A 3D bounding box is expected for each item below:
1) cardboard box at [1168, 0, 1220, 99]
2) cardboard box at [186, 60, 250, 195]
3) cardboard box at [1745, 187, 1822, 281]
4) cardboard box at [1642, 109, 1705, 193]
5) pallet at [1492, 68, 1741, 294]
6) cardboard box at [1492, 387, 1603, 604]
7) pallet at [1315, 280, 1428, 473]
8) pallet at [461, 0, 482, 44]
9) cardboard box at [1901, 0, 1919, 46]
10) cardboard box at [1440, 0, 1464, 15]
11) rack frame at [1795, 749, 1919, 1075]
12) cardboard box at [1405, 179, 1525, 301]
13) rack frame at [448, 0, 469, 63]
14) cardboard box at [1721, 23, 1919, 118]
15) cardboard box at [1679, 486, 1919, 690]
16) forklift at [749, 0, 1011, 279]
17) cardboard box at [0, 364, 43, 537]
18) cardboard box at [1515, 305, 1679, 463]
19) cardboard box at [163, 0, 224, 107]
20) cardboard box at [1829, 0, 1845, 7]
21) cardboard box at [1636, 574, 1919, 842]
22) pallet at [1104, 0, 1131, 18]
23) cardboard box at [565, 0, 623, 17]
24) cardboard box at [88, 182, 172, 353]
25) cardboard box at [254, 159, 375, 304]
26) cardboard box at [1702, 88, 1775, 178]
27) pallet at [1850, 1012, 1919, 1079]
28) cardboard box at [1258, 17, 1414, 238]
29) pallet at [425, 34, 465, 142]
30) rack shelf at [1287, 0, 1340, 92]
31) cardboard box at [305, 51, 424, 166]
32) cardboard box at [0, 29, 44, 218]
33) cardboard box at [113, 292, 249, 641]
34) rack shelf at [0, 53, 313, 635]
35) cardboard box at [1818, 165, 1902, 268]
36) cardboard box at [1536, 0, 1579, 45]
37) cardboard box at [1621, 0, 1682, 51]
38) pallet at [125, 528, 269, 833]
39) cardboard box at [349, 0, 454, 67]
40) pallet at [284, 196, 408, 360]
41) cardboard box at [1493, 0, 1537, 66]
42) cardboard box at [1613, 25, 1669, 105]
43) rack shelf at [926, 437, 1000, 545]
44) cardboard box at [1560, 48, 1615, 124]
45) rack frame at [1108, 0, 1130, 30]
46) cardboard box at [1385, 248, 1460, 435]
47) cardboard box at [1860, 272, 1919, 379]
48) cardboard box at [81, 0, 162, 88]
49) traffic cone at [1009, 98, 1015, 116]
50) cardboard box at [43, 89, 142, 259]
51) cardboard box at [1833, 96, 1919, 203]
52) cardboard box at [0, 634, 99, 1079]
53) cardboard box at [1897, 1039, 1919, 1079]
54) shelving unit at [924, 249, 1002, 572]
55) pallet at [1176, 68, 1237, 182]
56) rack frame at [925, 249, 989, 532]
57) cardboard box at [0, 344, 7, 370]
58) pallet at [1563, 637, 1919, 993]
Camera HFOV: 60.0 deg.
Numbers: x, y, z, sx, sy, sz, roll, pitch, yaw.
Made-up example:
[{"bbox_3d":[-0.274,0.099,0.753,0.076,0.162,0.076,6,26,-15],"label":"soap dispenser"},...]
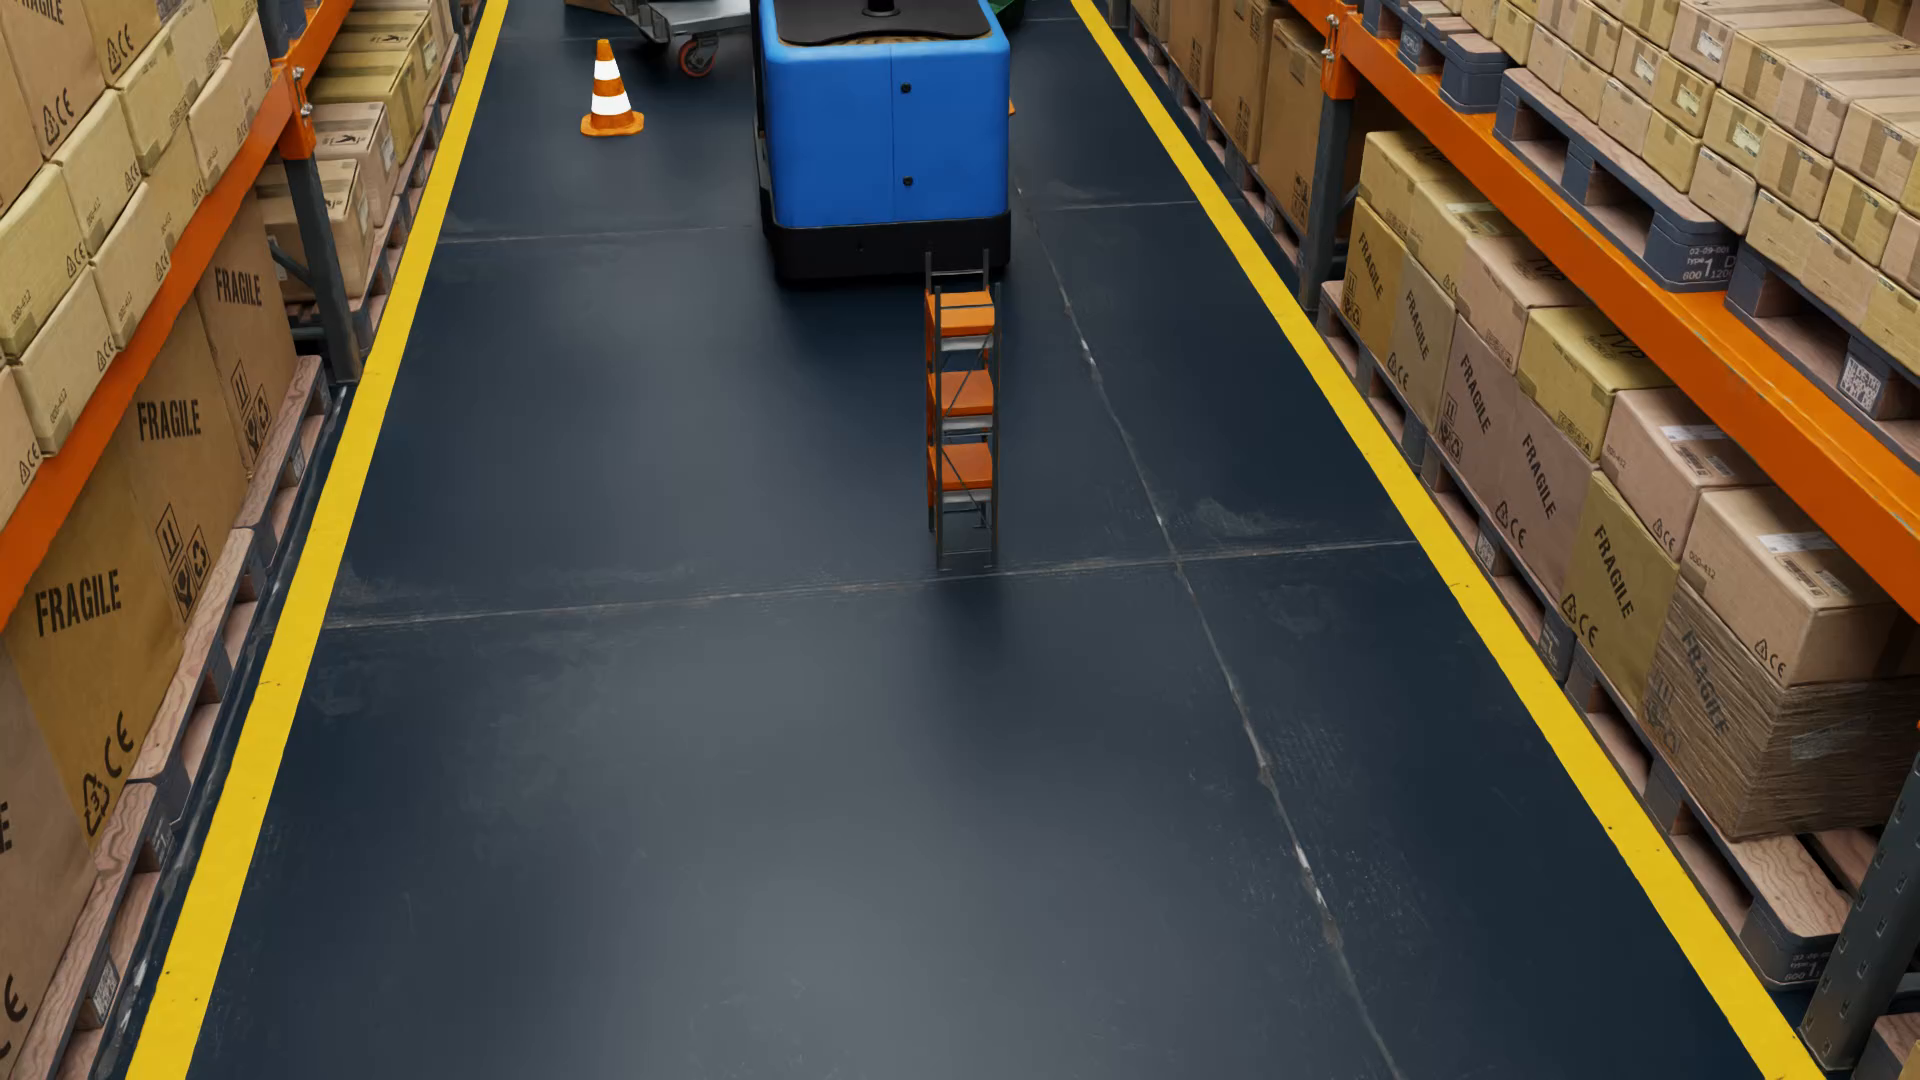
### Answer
[{"bbox_3d":[1.741,-2.886,8.947,1.050,0.750,0.750,-4,35,-6],"label":"cardboard box"},{"bbox_3d":[-2.501,-1.249,5.052,0.500,0.250,0.500,-4,34,-6],"label":"cardboard box"},{"bbox_3d":[2.169,-0.757,4.047,0.380,0.149,0.250,-6,35,-9],"label":"cardboard box"},{"bbox_3d":[2.091,-1.060,4.491,0.380,0.149,0.250,-3,34,-4],"label":"cardboard box"},{"bbox_3d":[2.288,-1.108,4.882,1.003,0.211,1.213,-4,35,-6],"label":"pallet"},{"bbox_3d":[2.036,-0.164,5.174,0.500,0.500,0.500,-5,35,-7],"label":"cardboard box"},{"bbox_3d":[2.084,-0.700,6.590,1.003,0.211,1.213,-4,35,-6],"label":"pallet"},{"bbox_3d":[-3.574,-3.309,10.418,1.003,0.211,1.213,-4,35,-6],"label":"pallet"},{"bbox_3d":[2.747,-1.348,4.386,0.380,0.149,0.250,-3,34,-5],"label":"cardboard box"},{"bbox_3d":[1.877,-1.944,5.789,0.380,0.149,0.250,-3,34,-4],"label":"cardboard box"},{"bbox_3d":[2.519,-0.056,3.169,1.000,3.000,0.127,-4,35,-6],"label":"rack frame"},{"bbox_3d":[1.902,-1.053,5.812,0.500,0.250,0.500,-5,35,-7],"label":"cardboard box"},{"bbox_3d":[-3.449,-4.089,9.087,1.000,3.000,0.127,-4,35,-6],"label":"rack frame"},{"bbox_3d":[2.136,-1.159,4.109,0.380,0.149,0.250,-5,35,-8],"label":"cardboard box"},{"bbox_3d":[2.168,0.097,4.125,0.500,0.250,0.500,-5,35,-8],"label":"cardboard box"},{"bbox_3d":[-0.492,-3.172,7.803,1.130,2.935,3.031,-5,35,-7],"label":"forklift"},{"bbox_3d":[-2.241,-0.117,3.392,0.500,0.250,0.500,-5,35,-8],"label":"cardboard box"},{"bbox_3d":[2.027,-0.485,4.979,0.500,0.250,0.500,-6,35,-8],"label":"cardboard box"},{"bbox_3d":[-2.521,-1.465,4.925,0.500,0.250,0.500,-5,35,-8],"label":"cardboard box"},{"bbox_3d":[2.673,-1.644,4.820,0.380,0.149,0.250,-3,34,-4],"label":"cardboard box"},{"bbox_3d":[2.170,0.409,4.333,0.500,0.500,0.500,-5,35,-7],"label":"cardboard box"},{"bbox_3d":[1.418,-3.799,11.137,1.003,0.211,1.213,-4,35,-6],"label":"pallet"},{"bbox_3d":[-2.244,-3.758,10.819,0.500,0.500,0.500,20,39,26],"label":"cardboard box"},{"bbox_3d":[-2.353,-0.684,4.224,0.500,0.250,0.500,-5,35,-7],"label":"cardboard box"},{"bbox_3d":[-2.977,-1.261,6.897,0.950,0.372,0.625,-7,35,-10],"label":"cardboard box"},{"bbox_3d":[2.128,-1.039,4.197,0.380,0.149,0.250,-6,35,-9],"label":"cardboard box"},{"bbox_3d":[2.644,1.468,3.408,1.003,0.211,1.213,-4,35,-6],"label":"pallet"},{"bbox_3d":[1.988,-1.879,7.468,1.050,0.750,0.750,-5,35,-7],"label":"cardboard box"},{"bbox_3d":[-3.342,-2.503,9.235,1.003,0.211,1.213,-4,35,-6],"label":"pallet"},{"bbox_3d":[1.712,-3.107,8.285,1.077,0.370,4.000,-4,35,-6],"label":"rack shelf"},{"bbox_3d":[-3.180,-2.096,8.122,0.950,0.372,0.625,-3,34,-5],"label":"cardboard box"},{"bbox_3d":[-2.308,-0.909,3.443,0.500,0.500,0.500,-5,35,-8],"label":"cardboard box"},{"bbox_3d":[-2.784,-0.263,4.986,0.875,0.875,0.875,-4,34,-6],"label":"cardboard box"},{"bbox_3d":[-2.642,-0.444,4.377,1.077,0.370,4.000,-4,35,-6],"label":"rack shelf"},{"bbox_3d":[2.202,-0.742,3.761,0.380,0.149,0.250,-3,34,-4],"label":"cardboard box"},{"bbox_3d":[1.991,-1.617,5.045,0.380,0.149,0.250,-4,35,-6],"label":"cardboard box"},{"bbox_3d":[2.059,-1.459,4.549,0.380,0.149,0.250,-5,35,-7],"label":"cardboard box"},{"bbox_3d":[-2.719,0.420,4.946,1.003,0.211,1.213,-4,35,-6],"label":"pallet"},{"bbox_3d":[-3.376,-2.885,9.280,0.950,0.372,0.625,-4,34,-6],"label":"cardboard box"},{"bbox_3d":[-3.014,-1.141,7.237,1.003,0.211,1.213,-4,35,-6],"label":"pallet"},{"bbox_3d":[1.951,-1.643,5.347,0.380,0.149,0.250,-3,34,-4],"label":"cardboard box"},{"bbox_3d":[2.062,-1.327,4.620,0.380,0.149,0.250,-3,34,-5],"label":"cardboard box"},{"bbox_3d":[0.007,-0.166,5.573,0.215,0.259,0.240,-4,35,-6],"label":"rack shelf"},{"bbox_3d":[2.021,-1.354,4.923,0.380,0.149,0.250,-4,34,-6],"label":"cardboard box"},{"bbox_3d":[1.443,-4.521,9.720,1.000,3.000,0.127,-4,35,-6],"label":"rack frame"},{"bbox_3d":[1.894,-0.735,6.011,0.500,0.500,0.500,-4,34,-6],"label":"cardboard box"},{"bbox_3d":[2.233,-0.478,3.638,0.380,0.149,0.250,-4,34,-6],"label":"cardboard box"},{"bbox_3d":[-2.445,-1.480,4.281,0.500,0.500,0.500,-4,35,-6],"label":"cardboard box"},{"bbox_3d":[0.127,-2.610,9.168,0.336,0.463,0.334,-4,35,-6],"label":"traffic cone"},{"bbox_3d":[-2.362,-0.891,4.083,0.500,0.250,0.500,-5,35,-8],"label":"cardboard box"},{"bbox_3d":[2.202,-0.875,3.693,0.380,0.149,0.250,-5,35,-8],"label":"cardboard box"},{"bbox_3d":[-2.535,0.739,3.515,0.875,0.875,0.875,-3,34,-5],"label":"cardboard box"},{"bbox_3d":[2.249,1.176,3.520,0.380,0.149,0.250,-6,35,-8],"label":"cardboard box"},{"bbox_3d":[0.007,-0.404,5.411,0.215,1.050,0.252,-4,35,-6],"label":"shelving unit"},{"bbox_3d":[1.789,-2.261,8.881,1.003,0.211,1.213,-4,35,-6],"label":"pallet"},{"bbox_3d":[-0.009,-0.472,5.510,0.200,1.050,0.008,-4,35,-6],"label":"rack frame"},{"bbox_3d":[-2.250,-0.325,3.253,0.500,0.250,0.500,-4,34,-6],"label":"cardboard box"},{"bbox_3d":[2.413,0.662,4.592,1.003,0.211,1.213,-4,35,-6],"label":"pallet"}]
